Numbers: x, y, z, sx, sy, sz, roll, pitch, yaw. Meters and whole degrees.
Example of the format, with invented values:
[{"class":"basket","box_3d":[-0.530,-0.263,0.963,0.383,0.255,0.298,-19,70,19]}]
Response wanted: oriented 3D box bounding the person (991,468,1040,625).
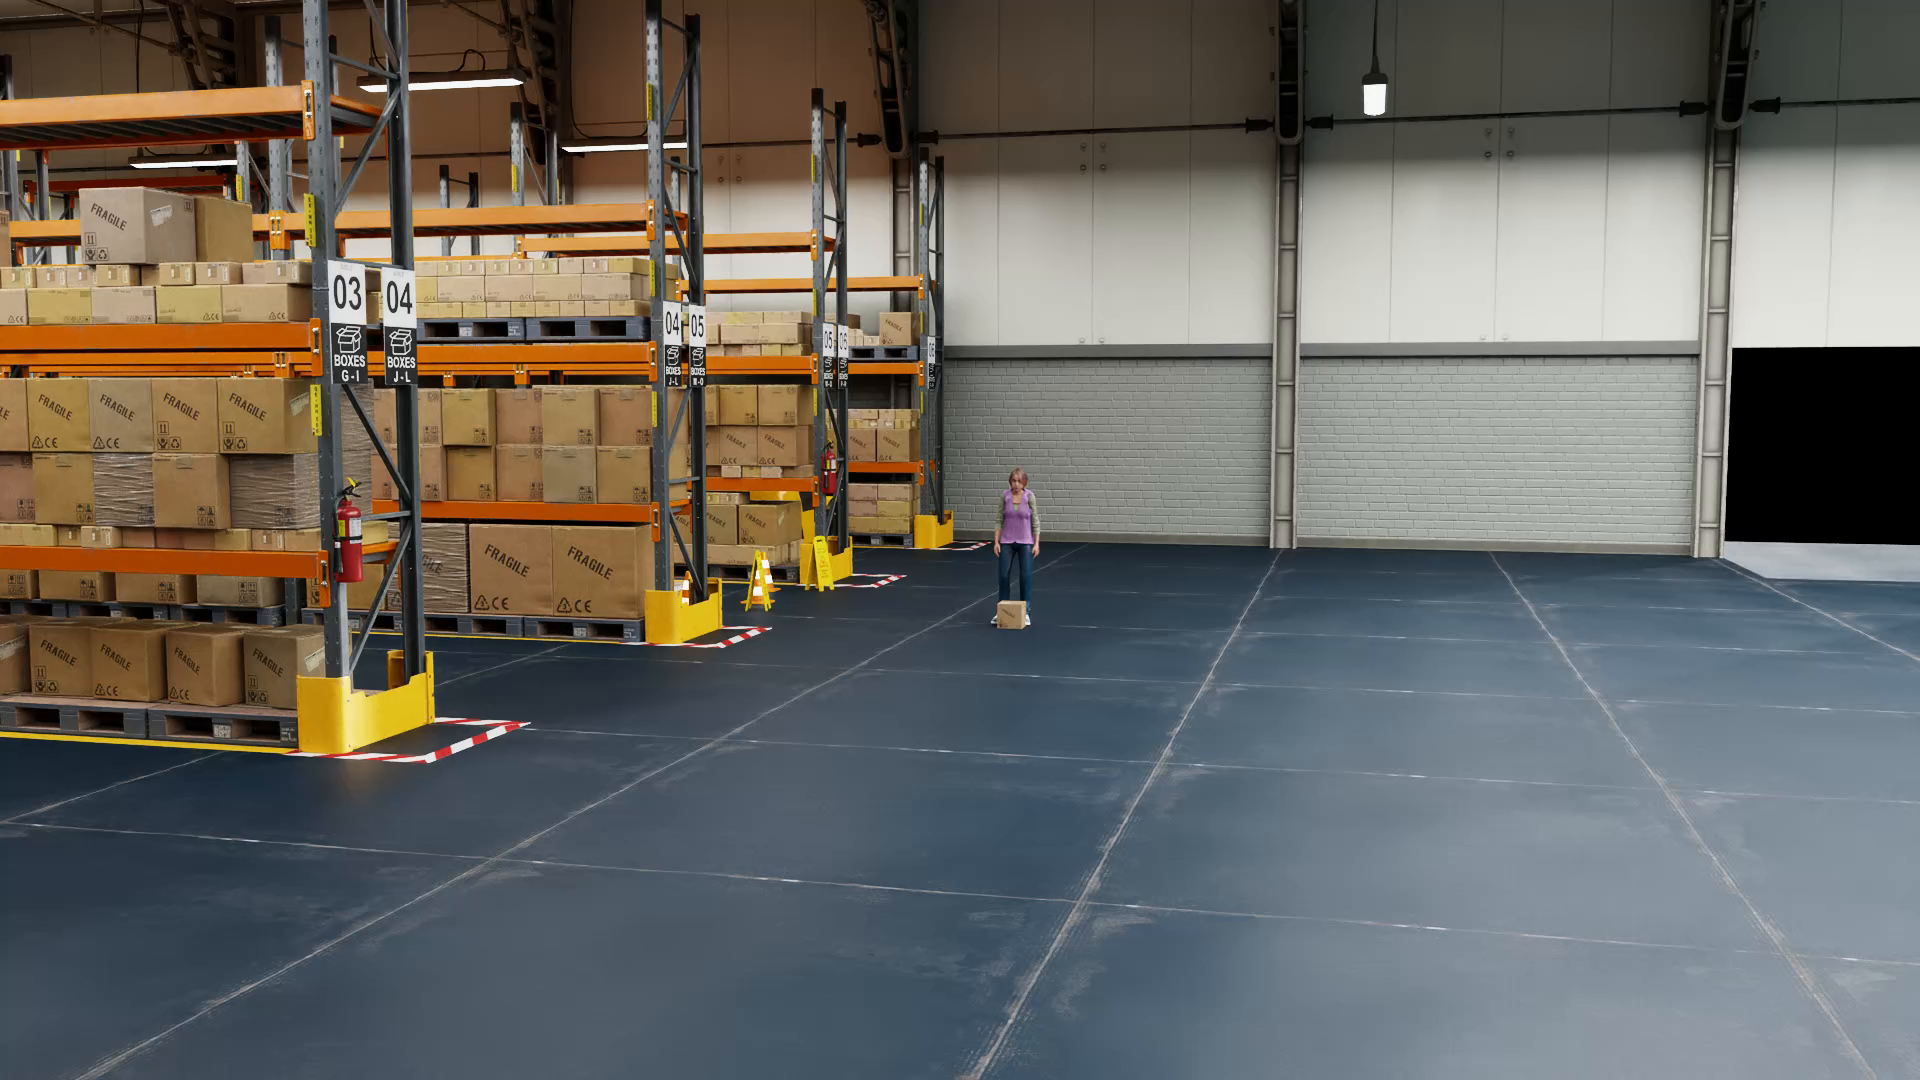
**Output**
[{"class":"person","box_3d":[0.573,0.069,16.910,0.485,1.582,0.341,1,5,10]}]
